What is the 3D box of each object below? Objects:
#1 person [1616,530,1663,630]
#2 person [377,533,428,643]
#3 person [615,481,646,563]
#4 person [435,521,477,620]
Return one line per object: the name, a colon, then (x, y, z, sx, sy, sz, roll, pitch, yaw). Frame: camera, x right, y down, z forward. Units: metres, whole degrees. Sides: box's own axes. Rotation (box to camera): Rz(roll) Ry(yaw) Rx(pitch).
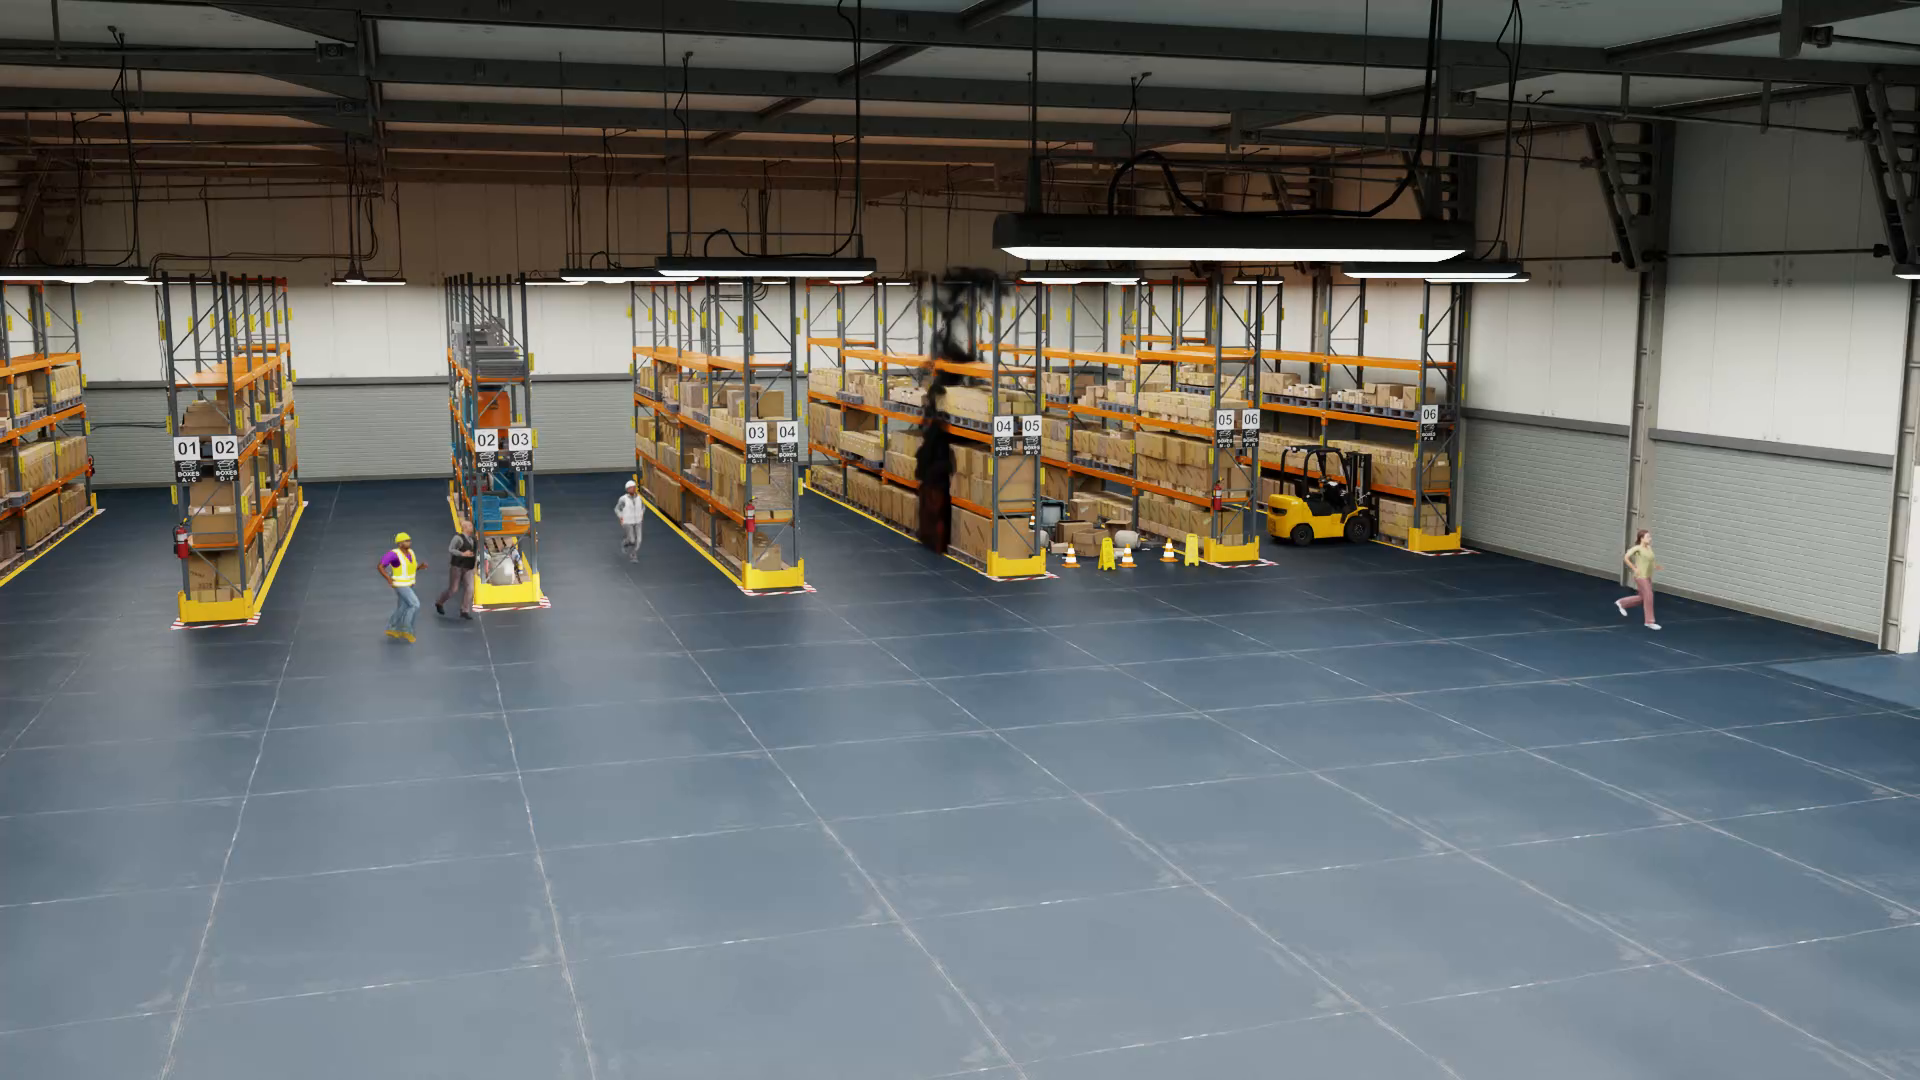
person: (11.616, 0.655, 28.333, 0.579, 1.669, 0.821, -7, 11, -38)
person: (-9.079, 0.782, 27.205, 0.755, 1.829, 0.660, 1, 9, 9)
person: (-6.871, -0.374, 34.875, 0.658, 1.726, 0.582, -6, 10, -33)
person: (-8.705, 0.507, 29.153, 0.924, 1.696, 0.684, 6, 10, 34)
